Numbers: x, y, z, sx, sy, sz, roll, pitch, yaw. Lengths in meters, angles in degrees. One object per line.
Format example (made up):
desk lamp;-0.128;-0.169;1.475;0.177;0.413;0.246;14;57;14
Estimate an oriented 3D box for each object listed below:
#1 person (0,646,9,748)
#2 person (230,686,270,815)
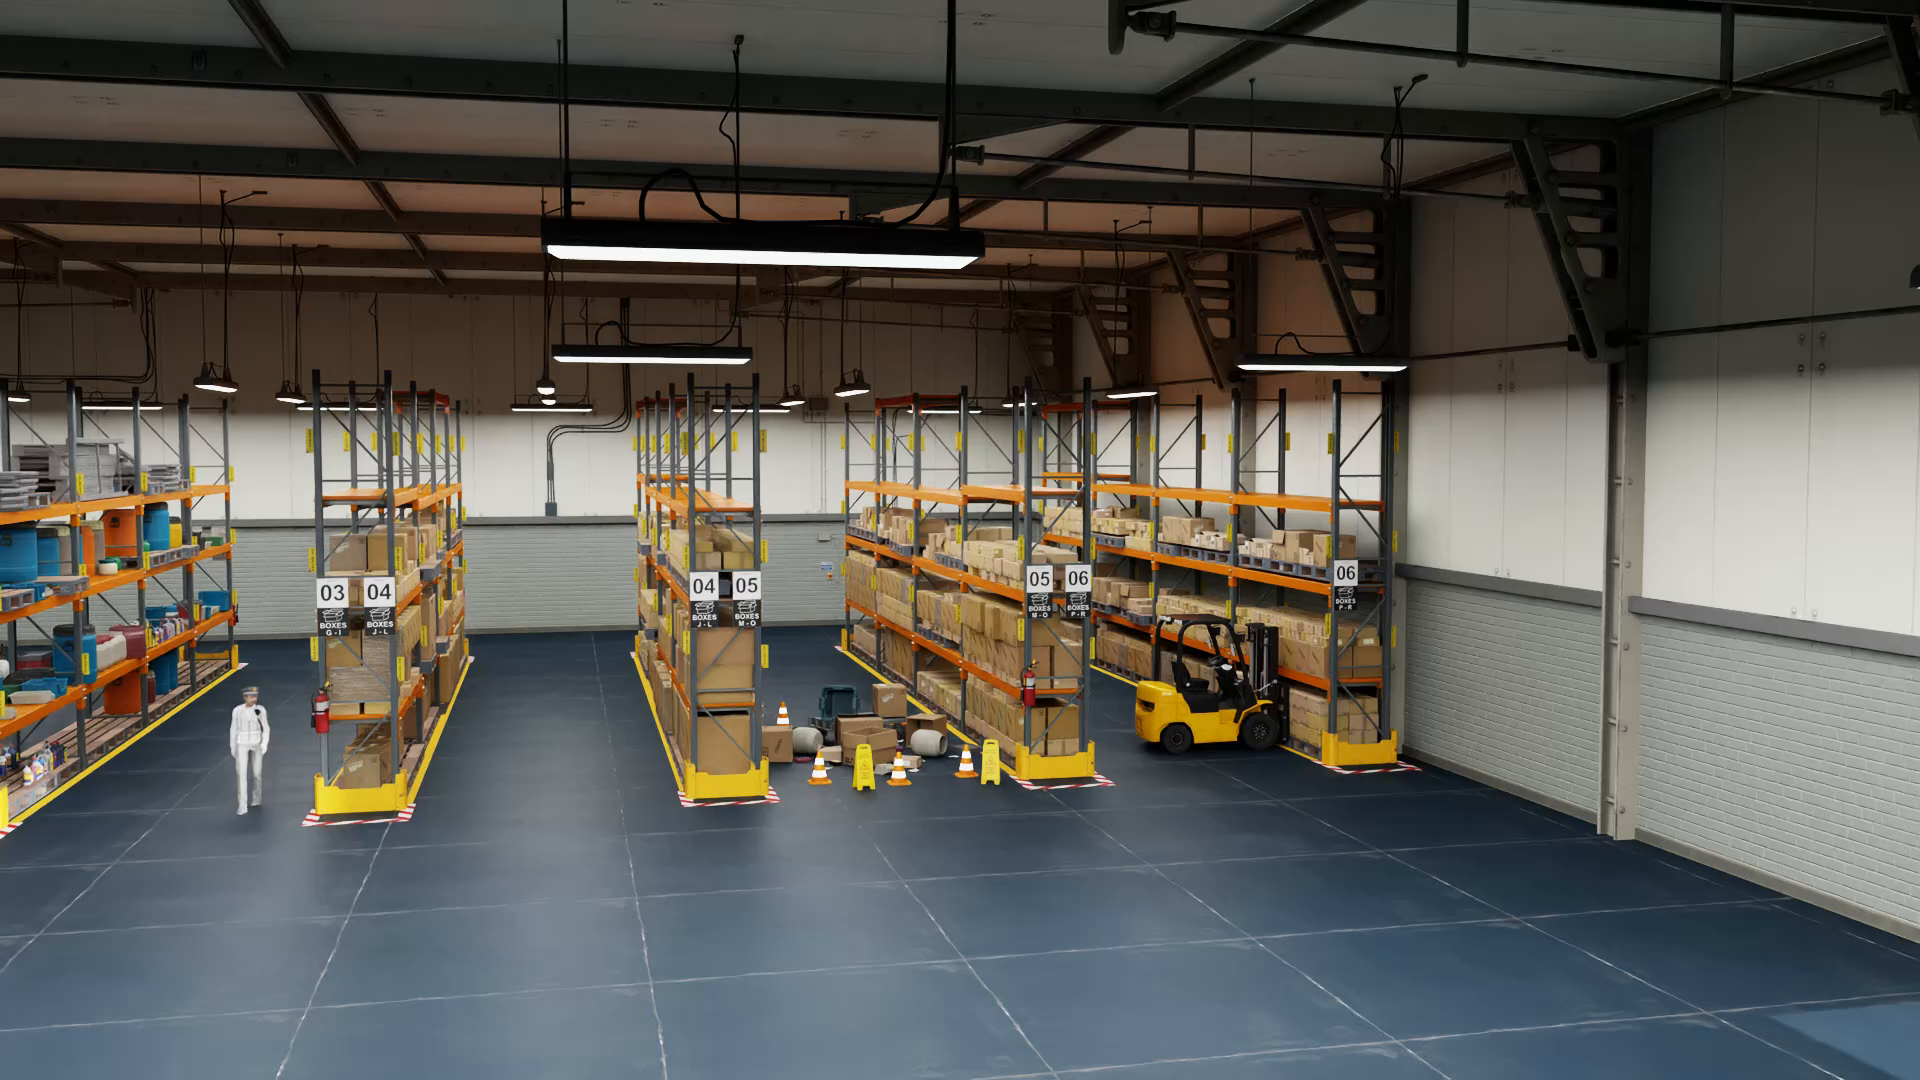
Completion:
person;-15.638;2.605;26.937;0.704;1.798;0.527;-1;3;-19
person;-9.727;2.861;22.807;0.507;1.674;0.689;-2;4;-26
